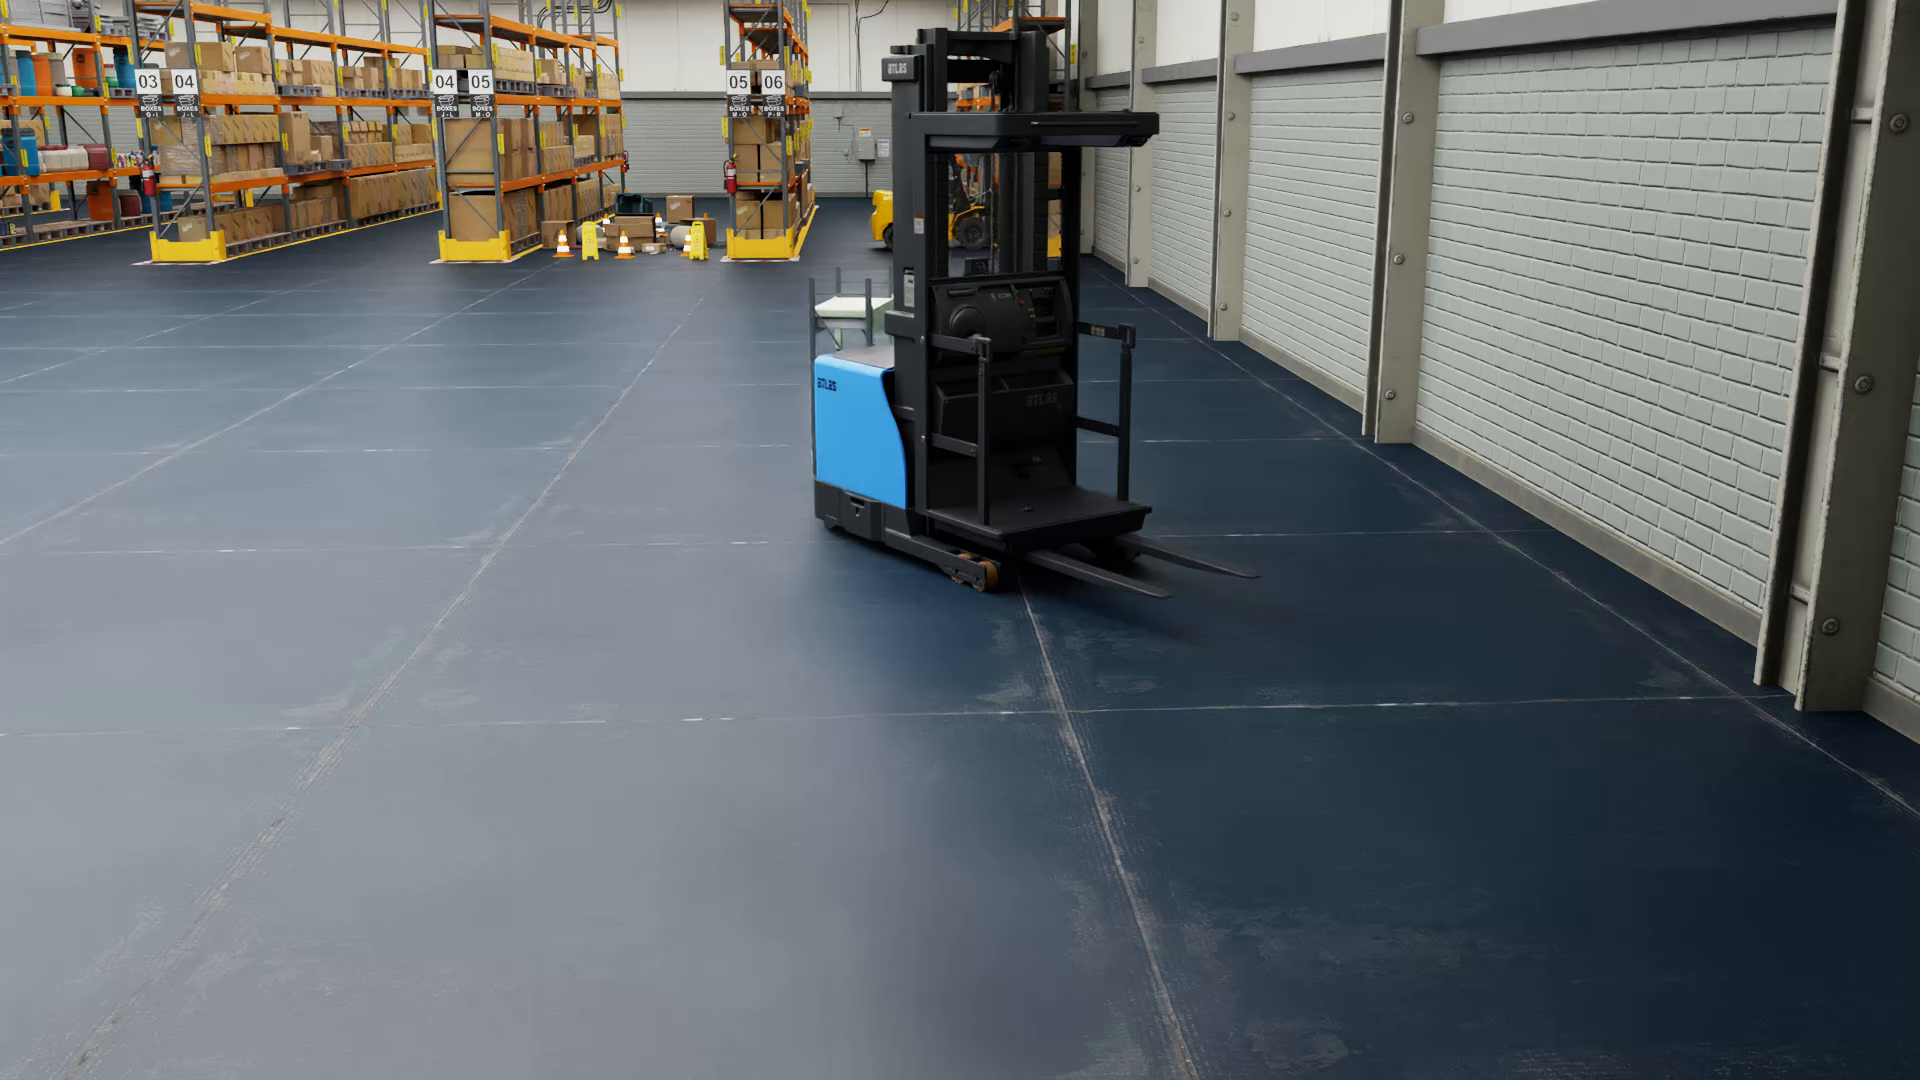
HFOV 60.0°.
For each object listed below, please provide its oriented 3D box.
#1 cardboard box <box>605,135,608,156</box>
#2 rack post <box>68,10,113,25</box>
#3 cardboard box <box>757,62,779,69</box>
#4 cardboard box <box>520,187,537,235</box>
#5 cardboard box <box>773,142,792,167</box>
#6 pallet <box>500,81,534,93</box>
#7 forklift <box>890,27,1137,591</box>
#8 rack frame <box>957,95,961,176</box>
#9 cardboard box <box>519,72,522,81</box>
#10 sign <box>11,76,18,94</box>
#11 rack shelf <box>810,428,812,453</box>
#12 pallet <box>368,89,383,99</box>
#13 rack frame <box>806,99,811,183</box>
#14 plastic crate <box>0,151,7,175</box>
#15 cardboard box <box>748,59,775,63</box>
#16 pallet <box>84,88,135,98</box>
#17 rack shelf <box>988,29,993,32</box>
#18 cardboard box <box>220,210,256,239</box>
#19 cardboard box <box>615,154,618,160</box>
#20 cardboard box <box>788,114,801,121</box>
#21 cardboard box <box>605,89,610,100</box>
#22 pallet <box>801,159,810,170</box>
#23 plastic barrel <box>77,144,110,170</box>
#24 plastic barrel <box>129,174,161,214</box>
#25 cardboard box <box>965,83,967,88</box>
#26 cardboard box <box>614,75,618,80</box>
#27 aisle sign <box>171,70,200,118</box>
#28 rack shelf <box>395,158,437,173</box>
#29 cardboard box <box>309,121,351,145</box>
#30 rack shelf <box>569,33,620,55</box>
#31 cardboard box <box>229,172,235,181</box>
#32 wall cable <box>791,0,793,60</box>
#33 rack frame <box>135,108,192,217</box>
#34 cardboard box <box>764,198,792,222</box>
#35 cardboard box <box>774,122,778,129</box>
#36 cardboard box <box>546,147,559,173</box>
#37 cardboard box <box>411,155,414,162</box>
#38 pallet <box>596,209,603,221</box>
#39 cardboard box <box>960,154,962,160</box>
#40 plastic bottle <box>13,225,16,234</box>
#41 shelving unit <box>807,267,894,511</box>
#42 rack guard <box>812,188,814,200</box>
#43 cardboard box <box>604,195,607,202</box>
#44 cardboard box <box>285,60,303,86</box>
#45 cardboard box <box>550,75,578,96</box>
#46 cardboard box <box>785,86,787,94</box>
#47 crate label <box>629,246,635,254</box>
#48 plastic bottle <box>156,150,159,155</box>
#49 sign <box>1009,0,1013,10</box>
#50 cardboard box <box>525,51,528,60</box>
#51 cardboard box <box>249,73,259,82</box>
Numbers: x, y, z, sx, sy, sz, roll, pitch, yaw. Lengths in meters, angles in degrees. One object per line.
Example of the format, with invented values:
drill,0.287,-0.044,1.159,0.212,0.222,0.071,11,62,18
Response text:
cardboard box,-9.032,-9.795,41.280,0.500,0.500,0.500,-1,14,-3
rack post,-18.953,-11.279,35.954,0.954,0.300,0.937,-1,14,-3
cardboard box,-3.356,-8.279,29.067,0.380,0.149,0.250,-1,14,-4
cardboard box,-8.750,-6.380,32.225,0.875,0.875,0.875,-1,14,-3
cardboard box,-3.397,-7.166,31.062,0.500,0.500,0.500,-1,14,-5
pallet,-8.679,-8.569,31.471,1.003,0.211,1.213,-1,14,-3
forklift,0.366,-1.278,9.111,1.121,2.935,3.031,-10,18,-35
rack frame,0.425,-10.527,44.920,1.000,3.000,0.127,-1,14,-3
cardboard box,-8.297,-8.544,30.654,0.380,0.149,0.250,-1,14,-4
sign,-18.070,-8.698,31.775,0.100,0.325,0.005,-1,14,-3
rack shelf,-0.692,-0.682,10.976,0.431,0.370,0.720,2,15,9
pallet,-14.066,-10.434,38.925,0.805,0.209,1.217,-1,15,-6
rack frame,-4.528,-10.449,44.619,1.000,3.000,0.127,-1,14,-3
plastic crate,-18.955,-7.382,32.570,0.402,0.464,0.583,-1,14,-3
cardboard box,-3.948,-9.433,33.103,0.500,0.250,0.500,-1,14,-2
pallet,-18.817,-9.783,36.389,1.003,0.211,1.213,-1,14,-3
rack shelf,1.045,-10.403,34.646,1.077,0.370,4.000,-1,14,-3
cardboard box,-13.531,-5.909,31.147,0.500,0.500,0.500,-2,15,-8
cardboard box,-9.113,-9.962,43.228,0.380,0.149,0.250,0,14,-2
cardboard box,-4.041,-10.384,40.855,0.380,0.149,0.250,-1,14,-4
cardboard box,-9.033,-11.106,41.454,0.500,0.250,0.500,0,14,-1
pallet,-3.882,-8.191,36.228,1.213,0.211,1.003,-1,14,-3
plastic barrel,-18.536,-8.185,35.547,0.600,0.536,0.708,-1,14,-3
plastic barrel,-19.055,-8.101,38.859,0.600,0.901,0.708,-1,14,-3
cardboard box,0.320,-10.844,39.593,0.380,0.149,0.250,-1,14,-3
cardboard box,-9.149,-12.085,43.453,0.393,0.149,0.271,0,14,-1
aisle sign,-13.125,-7.565,28.193,0.394,0.787,0.004,-1,14,-3
rack shelf,-14.296,-9.451,42.181,1.077,0.370,4.000,-1,14,-3
cardboard box,-13.953,-9.023,36.862,0.797,0.503,0.637,0,14,-2
rack shelf,-9.339,-12.406,41.634,1.077,0.370,4.000,-1,14,-3
cardboard box,-13.249,-6.519,29.848,0.380,0.149,0.250,-1,14,-3
wall cable,-5.162,-14.765,49.353,0.463,3.000,0.029,-1,14,-3
rack frame,-19.115,-9.225,39.861,1.000,3.000,0.127,-1,14,-3
cardboard box,-3.350,-6.046,30.675,0.500,0.500,0.500,-1,14,-6
cardboard box,-3.631,-8.566,34.357,0.380,0.149,0.250,0,14,0
cardboard box,-8.544,-7.797,34.109,0.500,0.500,0.500,-1,14,-4
cardboard box,-13.939,-9.581,41.748,0.380,0.149,0.250,-1,14,-3
pallet,-9.165,-7.809,39.953,1.003,0.211,1.213,-1,14,-3
cardboard box,0.202,-9.998,43.369,0.380,0.149,0.250,-1,14,-5
plastic bottle,-18.286,-6.008,32.090,0.097,0.201,0.097,0,14,0
shelving unit,-0.692,-0.998,10.895,0.431,1.500,0.755,2,15,9
rack guard,-4.530,-9.245,44.954,1.175,0.500,0.348,-1,14,-3
cardboard box,-8.918,-8.415,40.993,0.380,0.149,0.250,0,14,-1
cardboard box,-13.666,-9.371,33.357,0.797,0.503,0.637,0,14,-1
cardboard box,-8.737,-10.005,36.673,0.500,0.500,0.500,-1,14,-3
cardboard box,-3.234,-7.889,29.151,0.380,0.149,0.250,-1,14,-3
crate label,-6.049,-5.264,30.209,0.250,0.136,0.298,-9,17,-32
plastic bottle,-18.720,-8.932,38.819,0.144,0.351,0.185,-1,14,-3
sign,1.227,-12.977,40.209,0.100,0.325,0.005,-1,14,-3
cardboard box,-8.348,-9.121,31.297,0.380,0.149,0.250,-1,14,-4
cardboard box,-13.297,-8.612,30.957,0.380,0.149,0.250,-1,14,-5
